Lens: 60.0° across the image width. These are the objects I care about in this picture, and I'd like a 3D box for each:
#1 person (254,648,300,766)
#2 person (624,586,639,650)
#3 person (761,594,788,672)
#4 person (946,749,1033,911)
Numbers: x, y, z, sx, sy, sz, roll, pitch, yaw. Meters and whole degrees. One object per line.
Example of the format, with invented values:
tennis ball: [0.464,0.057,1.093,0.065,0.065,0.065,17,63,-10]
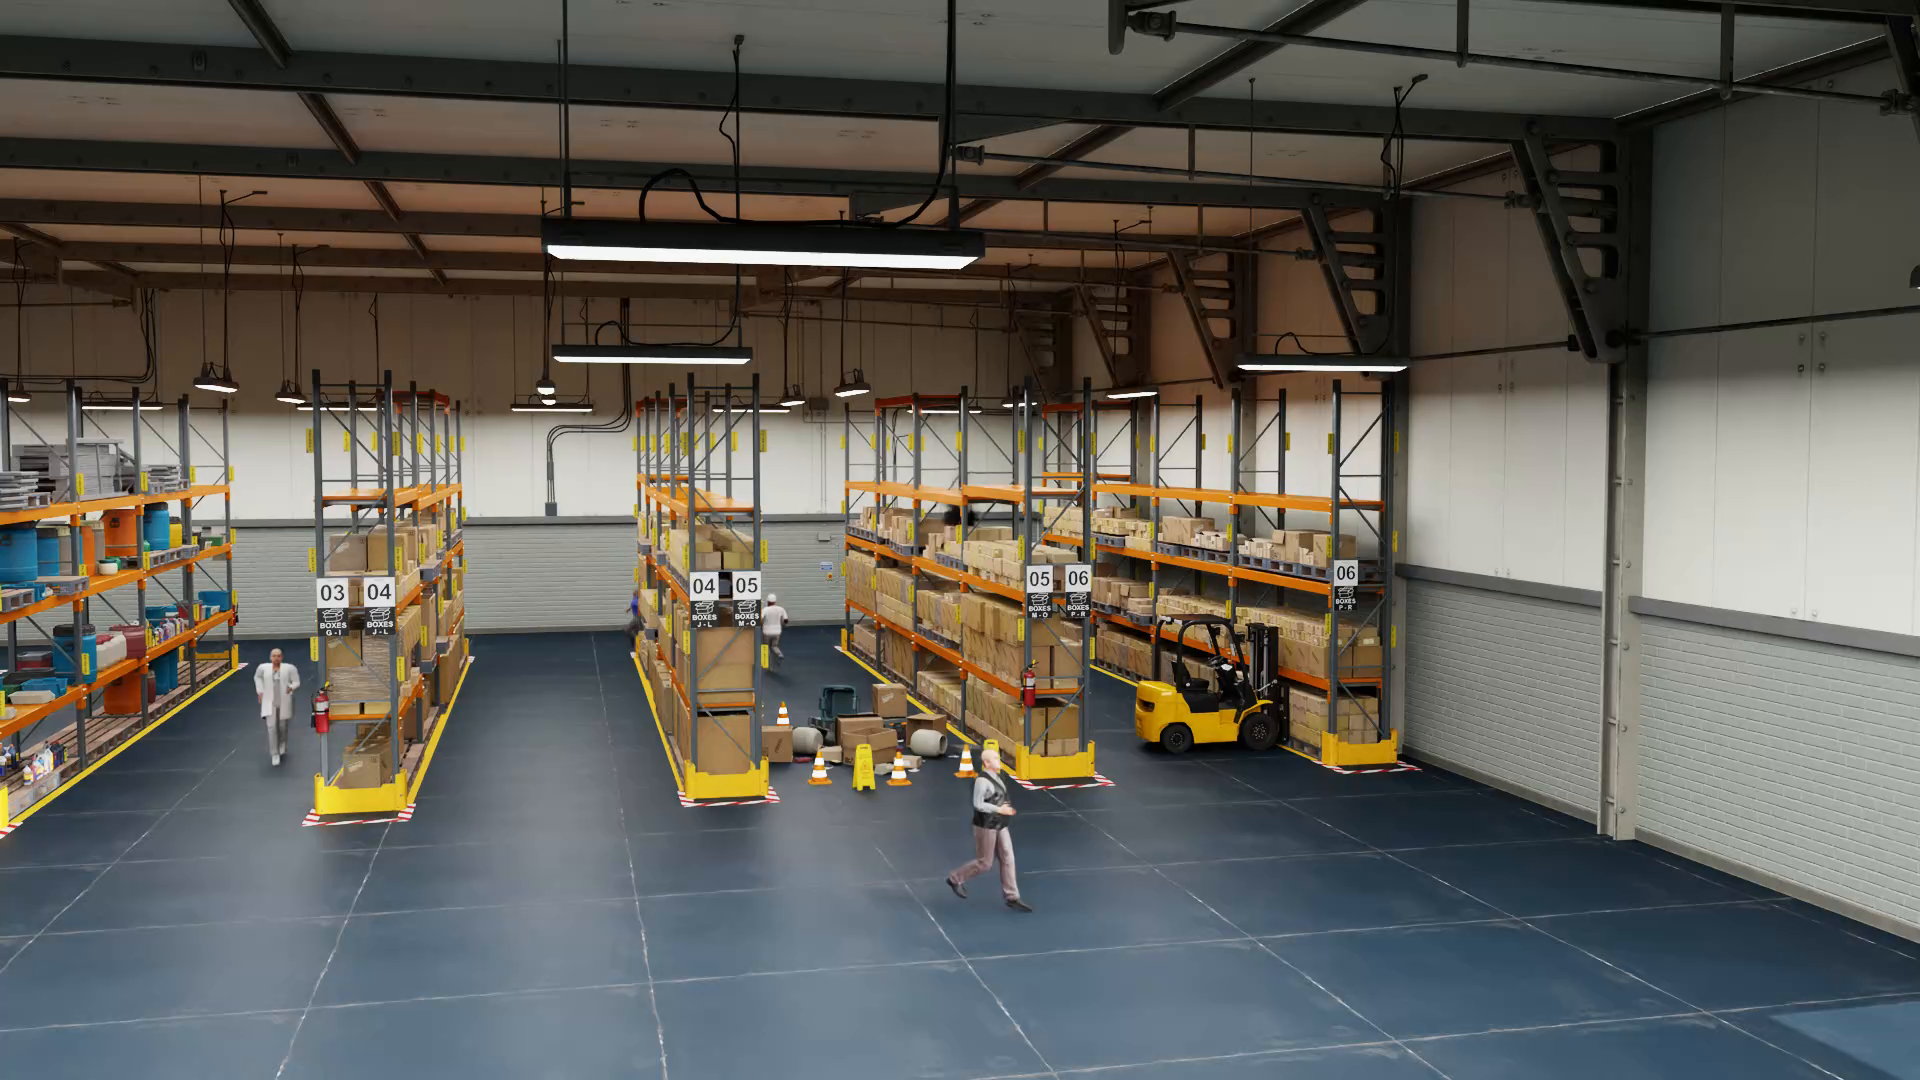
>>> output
person: [-10.790,2.596,26.294,0.662,1.792,1.036,-1,4,-24]
person: [-7.790,1.906,40.252,0.691,1.604,0.740,-2,4,-26]
person: [-4.124,2.039,36.433,0.699,1.726,0.701,-2,4,-25]
person: [0.313,3.099,17.855,0.965,1.721,0.667,2,4,26]
